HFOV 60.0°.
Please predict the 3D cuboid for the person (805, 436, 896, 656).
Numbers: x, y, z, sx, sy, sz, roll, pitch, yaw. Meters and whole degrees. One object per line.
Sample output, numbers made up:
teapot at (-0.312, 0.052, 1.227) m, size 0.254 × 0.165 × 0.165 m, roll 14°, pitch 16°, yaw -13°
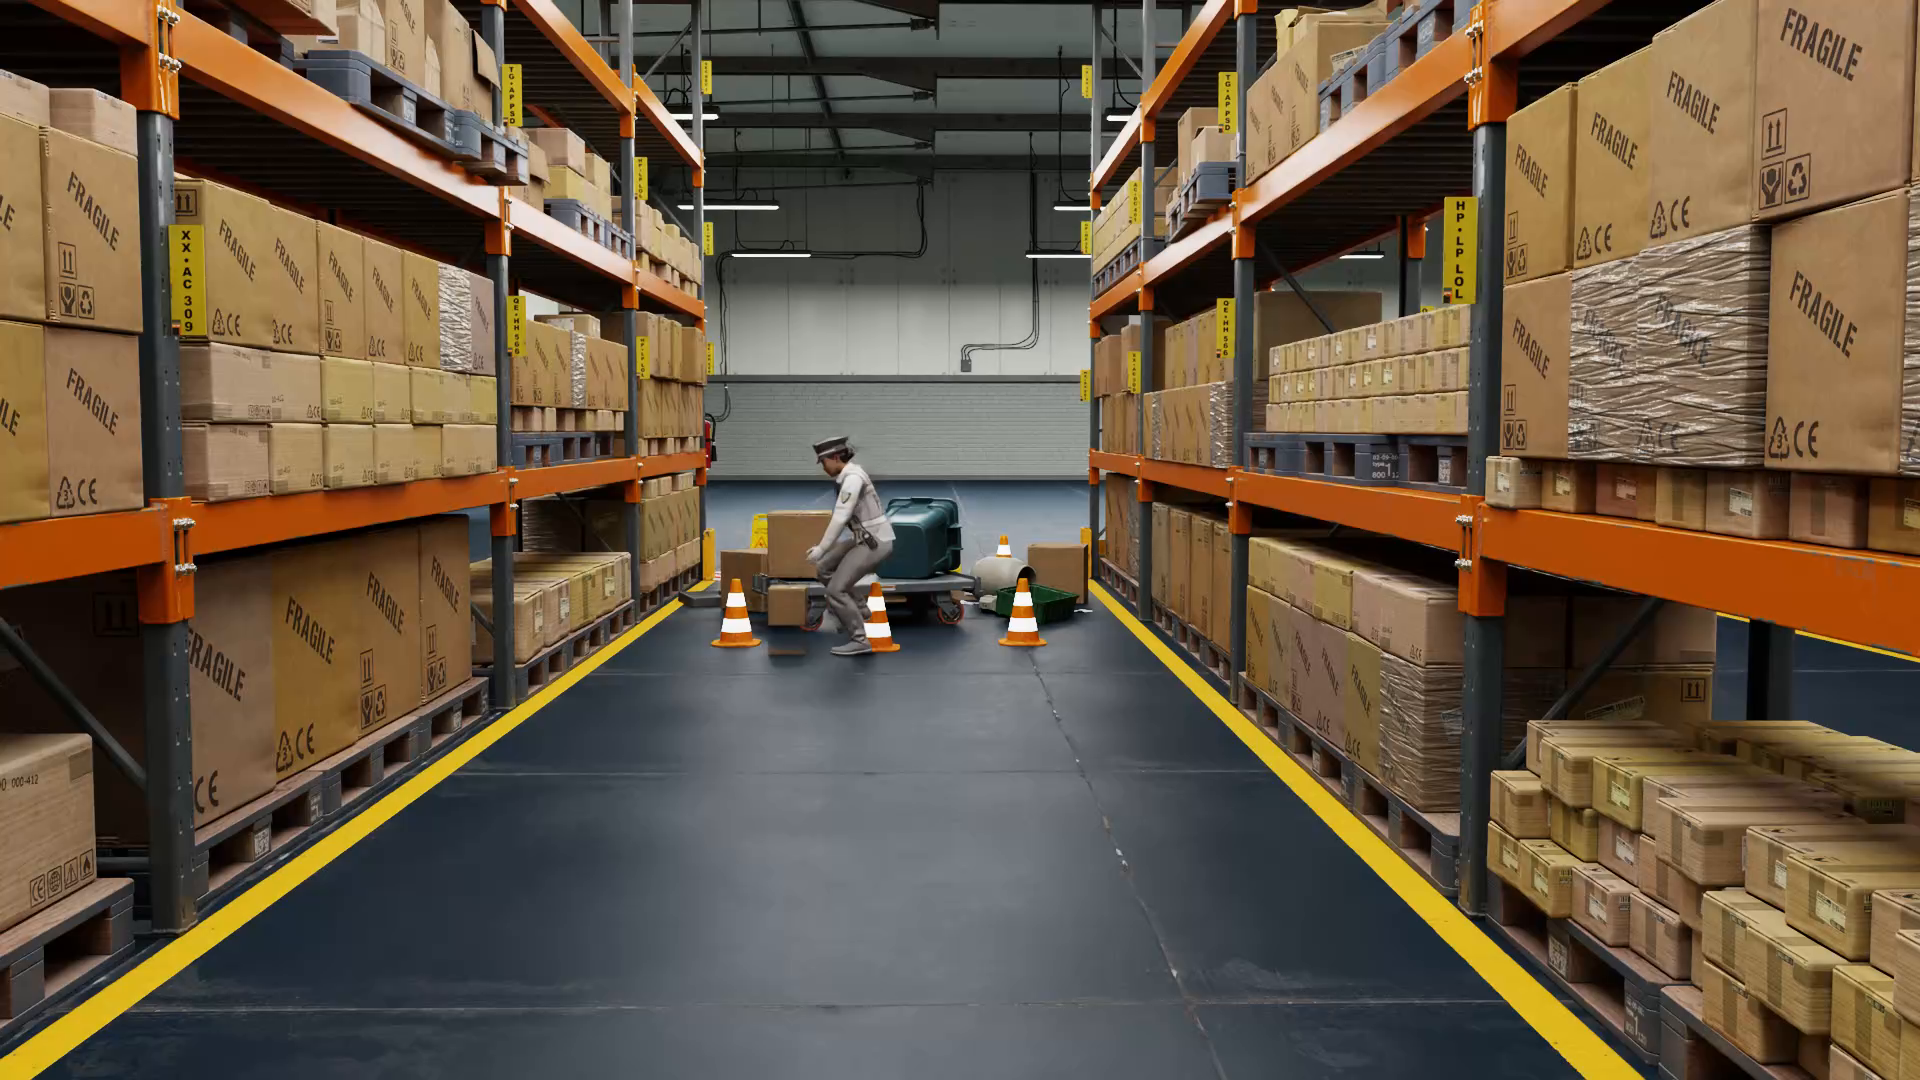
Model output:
person at (-0.740, 0.037, 11.329) m, size 0.609 × 1.484 × 0.533 m, roll 0°, pitch 4°, yaw -1°
